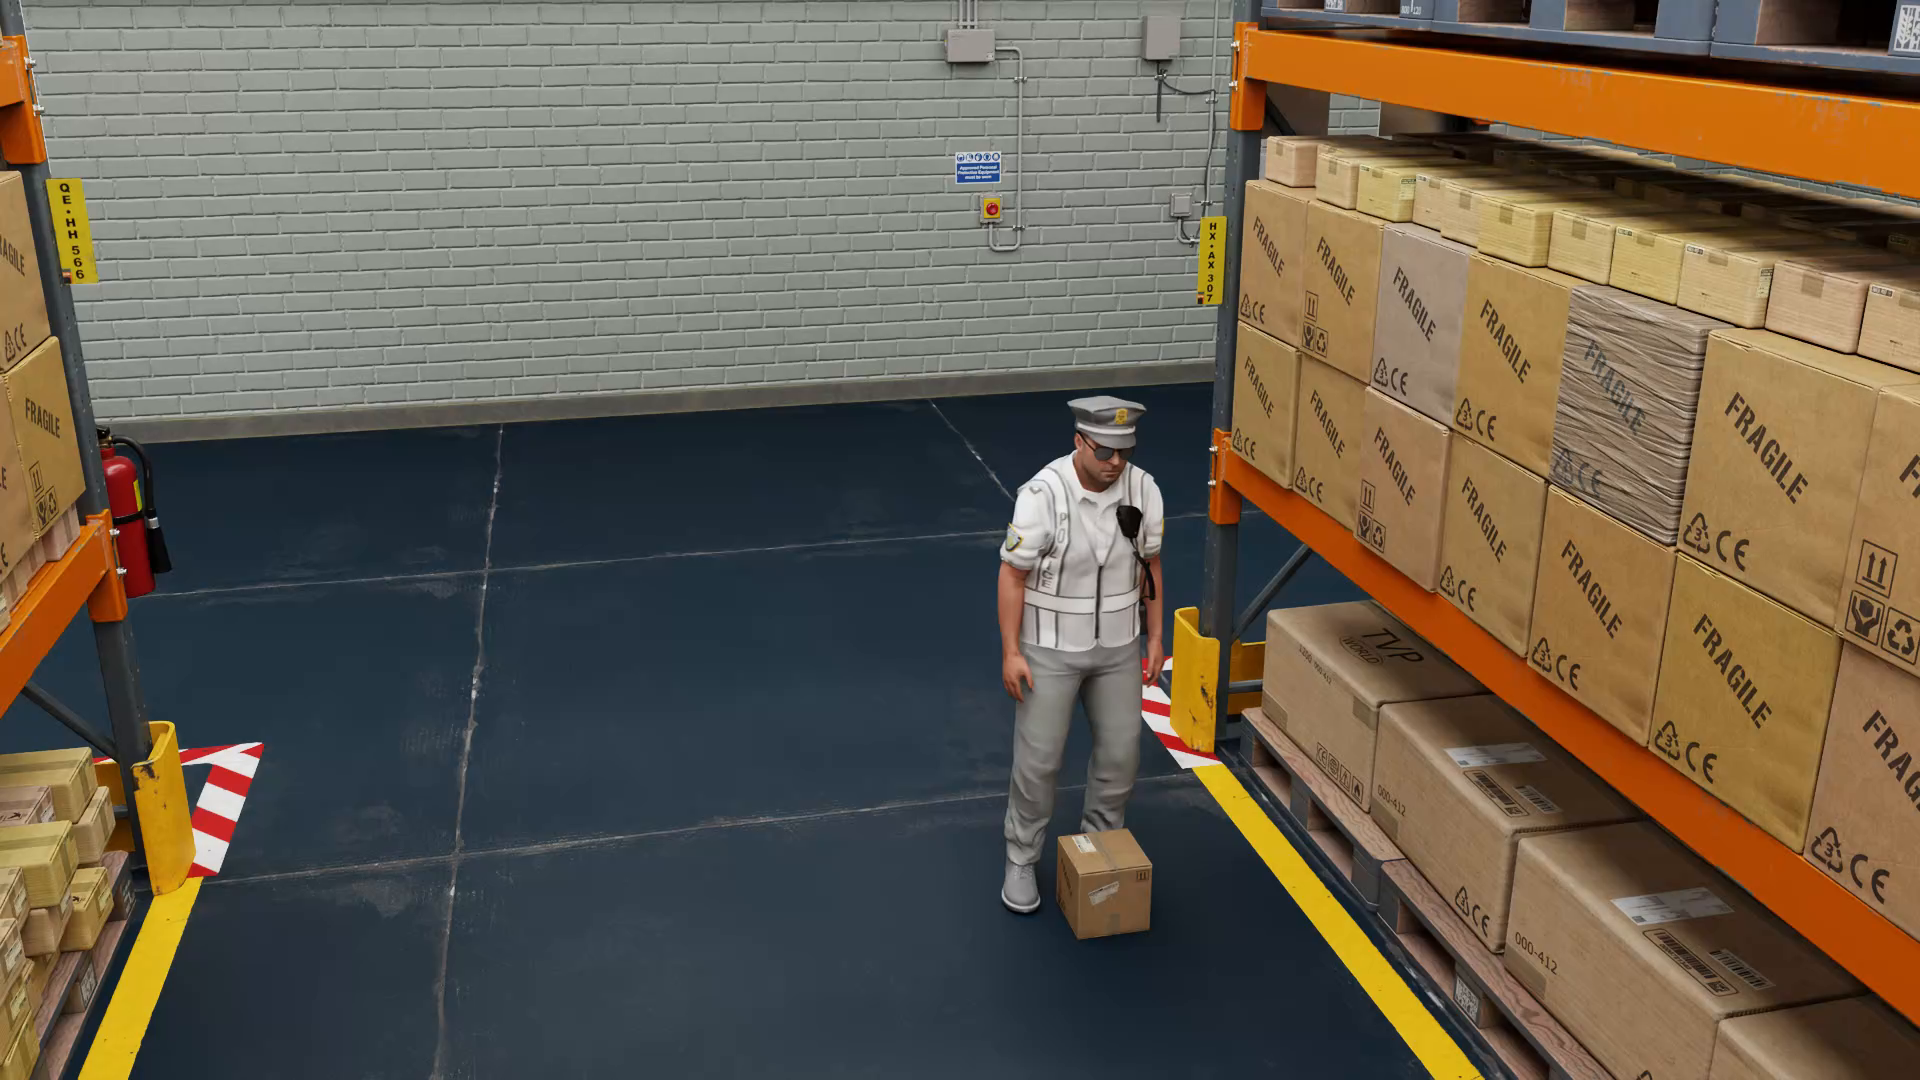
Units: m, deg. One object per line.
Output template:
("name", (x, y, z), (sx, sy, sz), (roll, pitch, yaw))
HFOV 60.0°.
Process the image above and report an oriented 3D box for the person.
("person", (0.400, 0.354, 5.563), (0.602, 1.744, 0.440), (-6, 20, -16))
